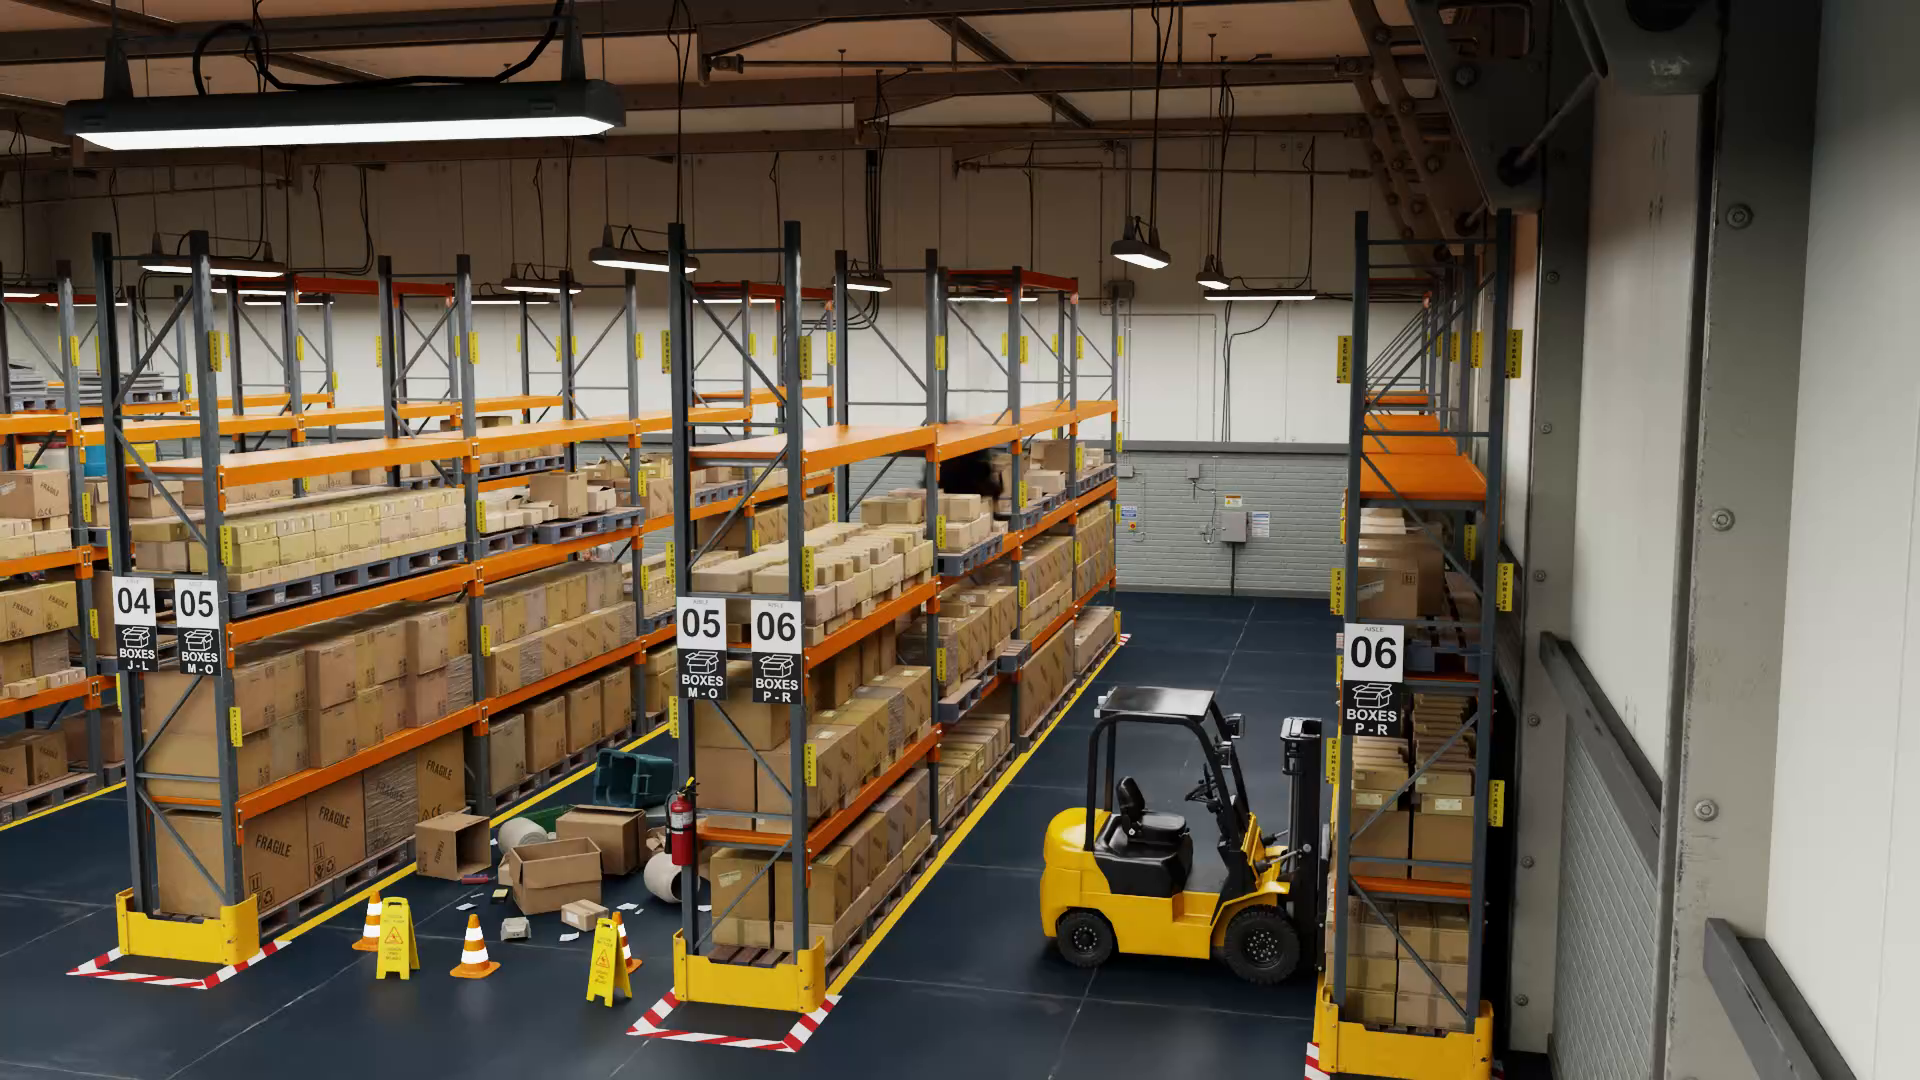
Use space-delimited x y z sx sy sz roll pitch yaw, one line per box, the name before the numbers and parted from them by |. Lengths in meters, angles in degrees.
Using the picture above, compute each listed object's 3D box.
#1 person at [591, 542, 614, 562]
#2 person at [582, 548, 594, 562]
person | -6.737 0.517 31.657 0.553 1.614 0.523 -7 10 -43
person | -6.293 0.945 28.149 0.613 1.646 0.797 1 7 7
